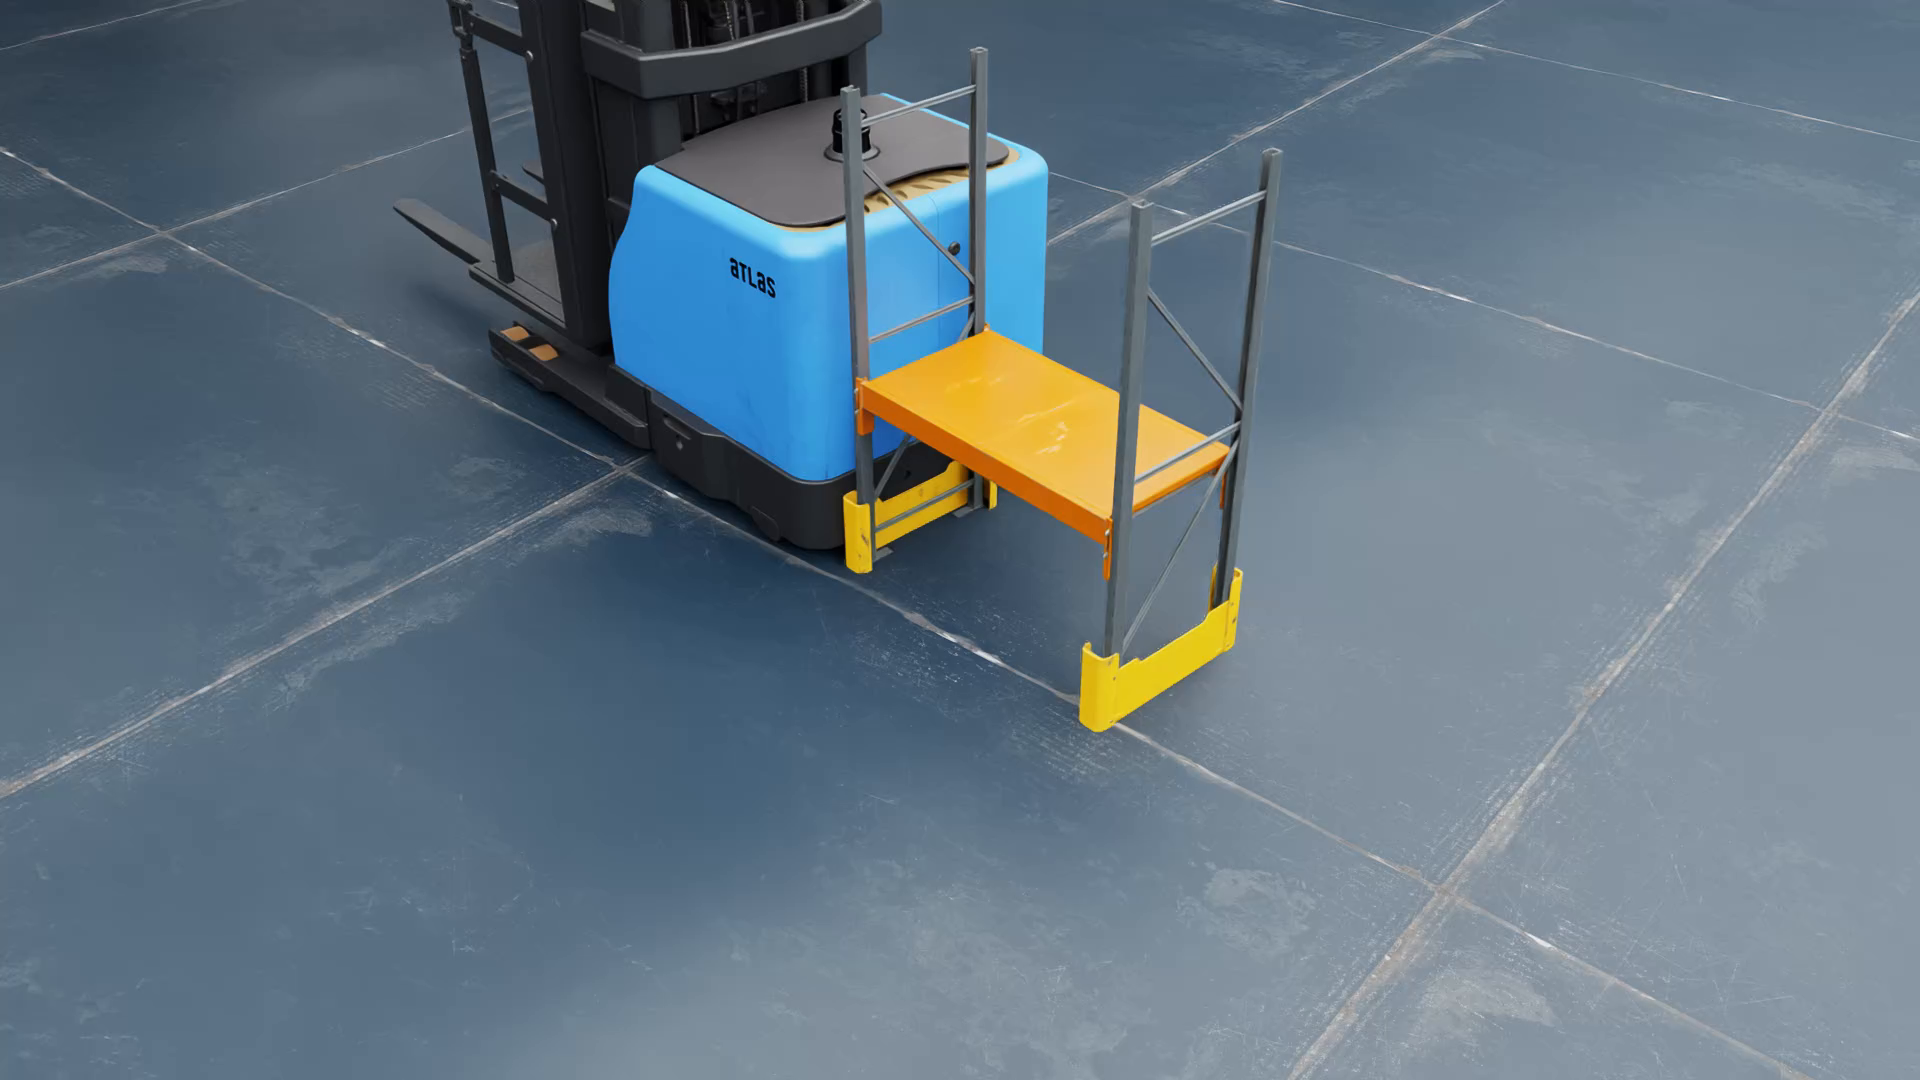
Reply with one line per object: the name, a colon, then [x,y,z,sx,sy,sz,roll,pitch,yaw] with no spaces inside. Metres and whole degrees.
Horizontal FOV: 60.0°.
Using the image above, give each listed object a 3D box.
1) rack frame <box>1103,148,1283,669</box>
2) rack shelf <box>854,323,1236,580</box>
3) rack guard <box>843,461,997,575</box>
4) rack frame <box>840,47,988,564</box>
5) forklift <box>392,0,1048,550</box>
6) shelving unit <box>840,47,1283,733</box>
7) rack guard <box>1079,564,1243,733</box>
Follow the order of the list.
rack frame: [0.573,-0.215,4.238,0.500,1.500,0.032,-28,43,-34]
rack shelf: [0.228,-0.278,4.648,0.538,0.185,1.000,-28,43,-34]
rack guard: [-0.116,-0.122,5.207,0.587,0.250,0.087,-28,43,-34]
rack frame: [-0.117,-0.638,4.854,0.500,1.500,0.032,-28,43,-34]
forklift: [-1.083,-1.924,5.462,1.130,2.935,3.031,-28,43,-34]
shelving unit: [0.222,-0.430,4.551,0.587,1.500,1.083,-28,43,-34]
rack guard: [0.559,0.292,4.604,0.587,0.250,0.087,-28,43,-34]
